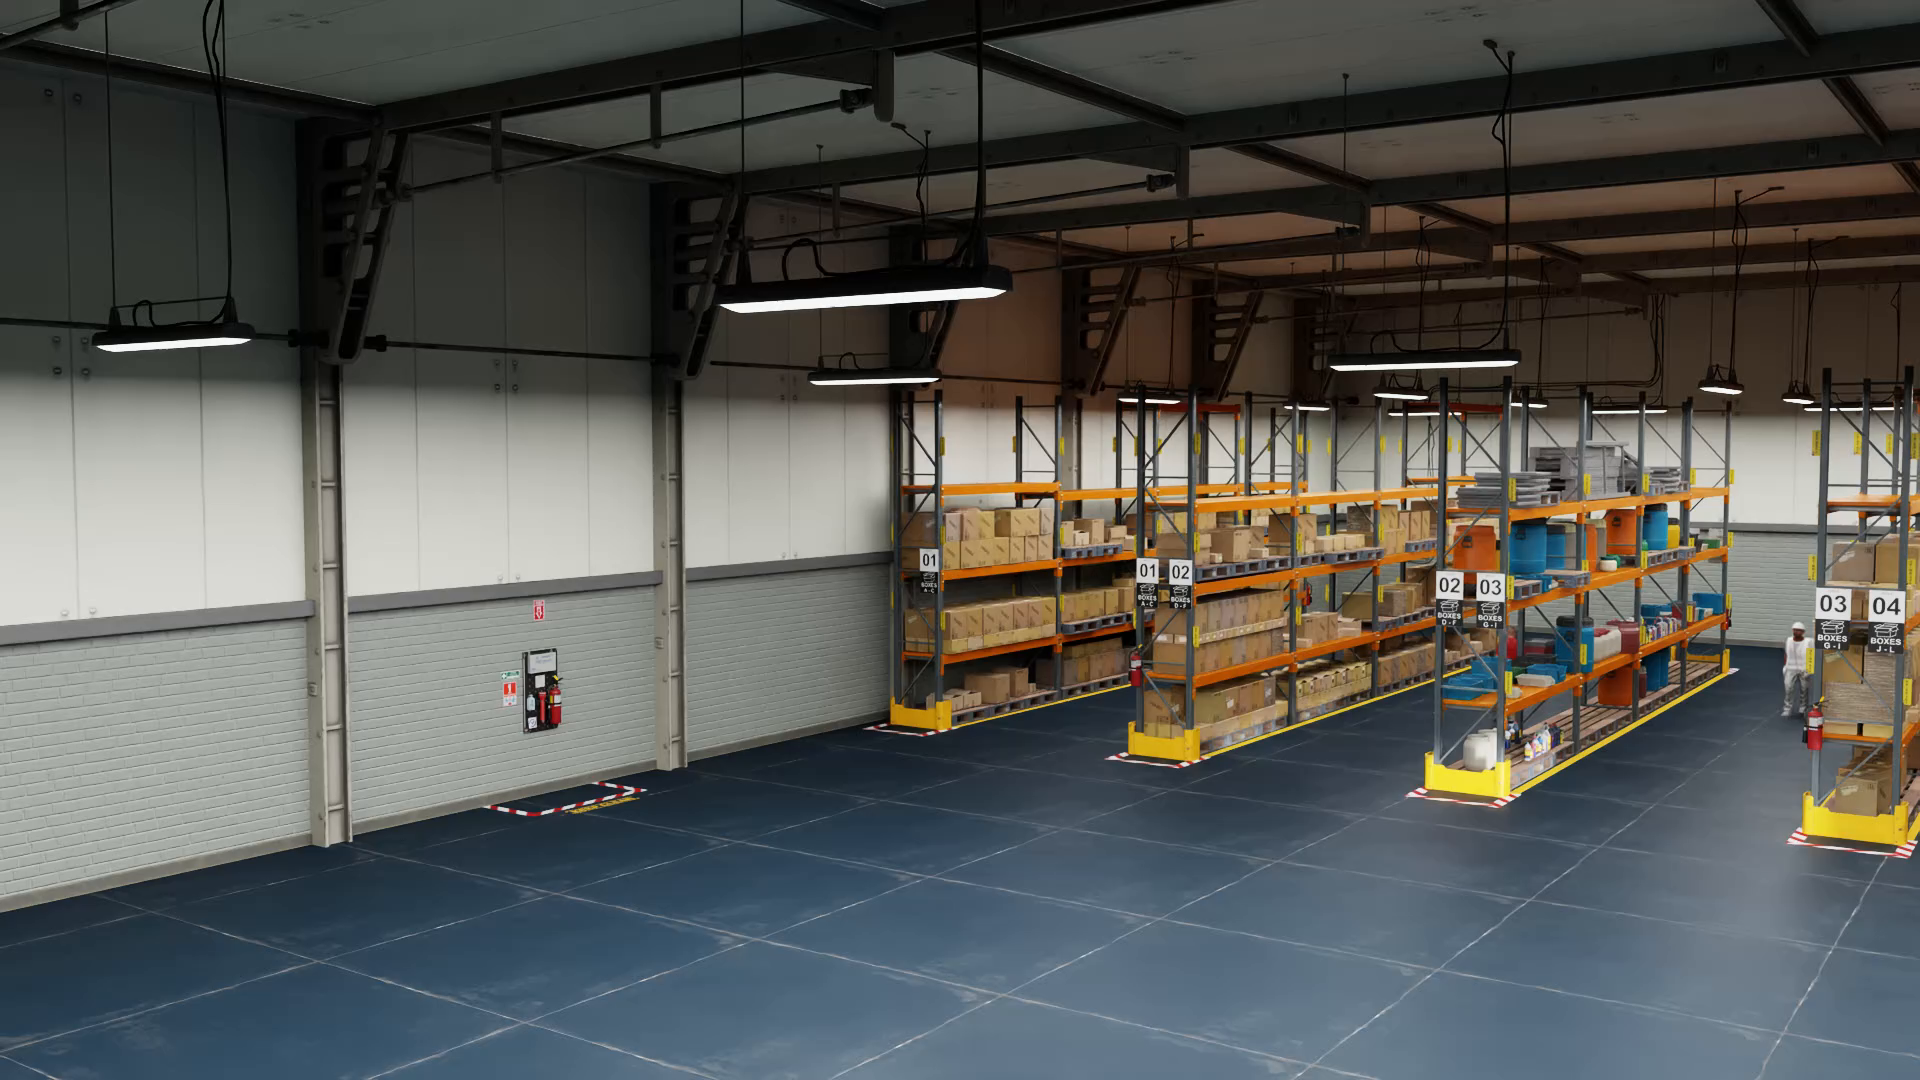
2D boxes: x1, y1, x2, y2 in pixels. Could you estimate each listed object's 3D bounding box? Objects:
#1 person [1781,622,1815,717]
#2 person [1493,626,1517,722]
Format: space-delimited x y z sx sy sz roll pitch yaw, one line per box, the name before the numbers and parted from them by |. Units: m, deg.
person | 15.464 2.380 30.662 0.545 1.715 1.049 2 4 30
person | 10.006 2.459 30.250 0.574 1.774 0.401 0 3 7
